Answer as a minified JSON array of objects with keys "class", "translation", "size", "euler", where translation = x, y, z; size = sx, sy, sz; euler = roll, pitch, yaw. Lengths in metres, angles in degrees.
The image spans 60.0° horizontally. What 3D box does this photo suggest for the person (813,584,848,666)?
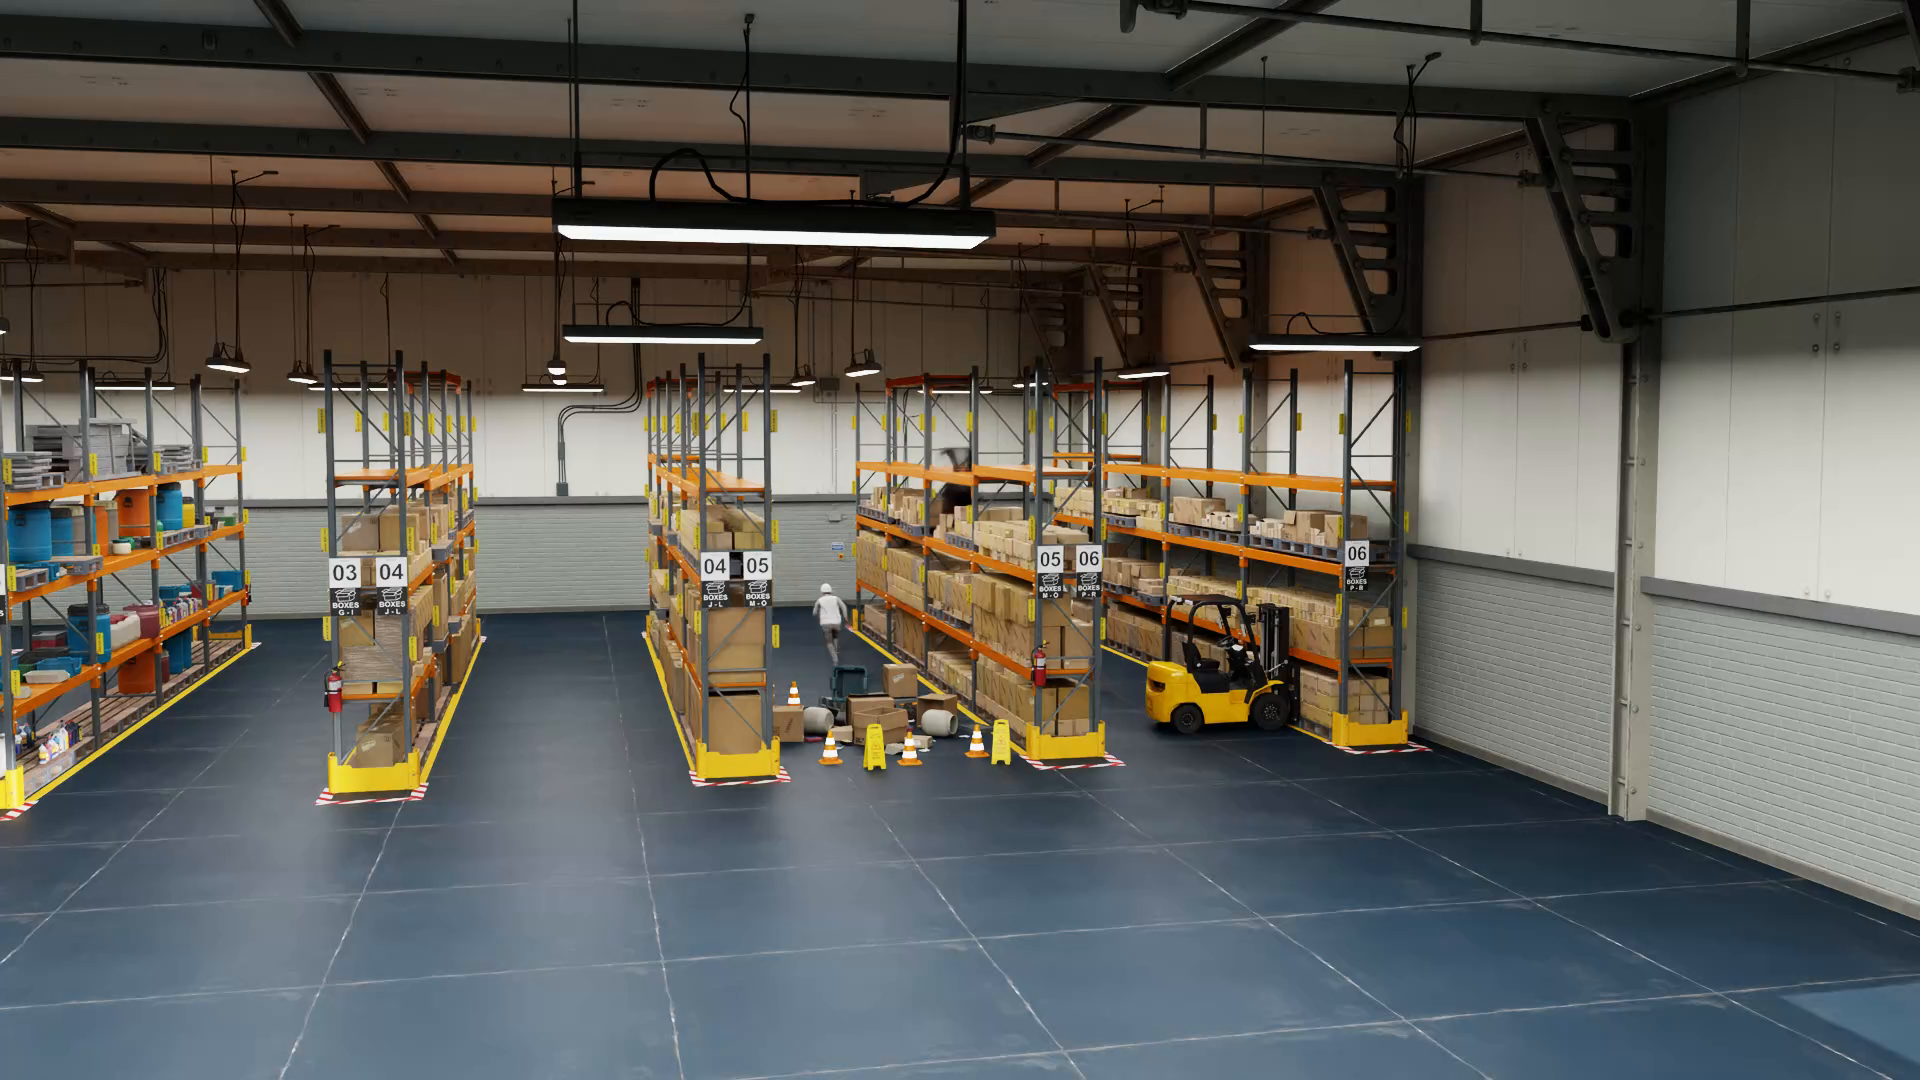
[{"class":"person","translation":[-2.706,1.752,34.696],"size":[0.669,1.638,0.962],"euler":[-1,4,-19]}]
